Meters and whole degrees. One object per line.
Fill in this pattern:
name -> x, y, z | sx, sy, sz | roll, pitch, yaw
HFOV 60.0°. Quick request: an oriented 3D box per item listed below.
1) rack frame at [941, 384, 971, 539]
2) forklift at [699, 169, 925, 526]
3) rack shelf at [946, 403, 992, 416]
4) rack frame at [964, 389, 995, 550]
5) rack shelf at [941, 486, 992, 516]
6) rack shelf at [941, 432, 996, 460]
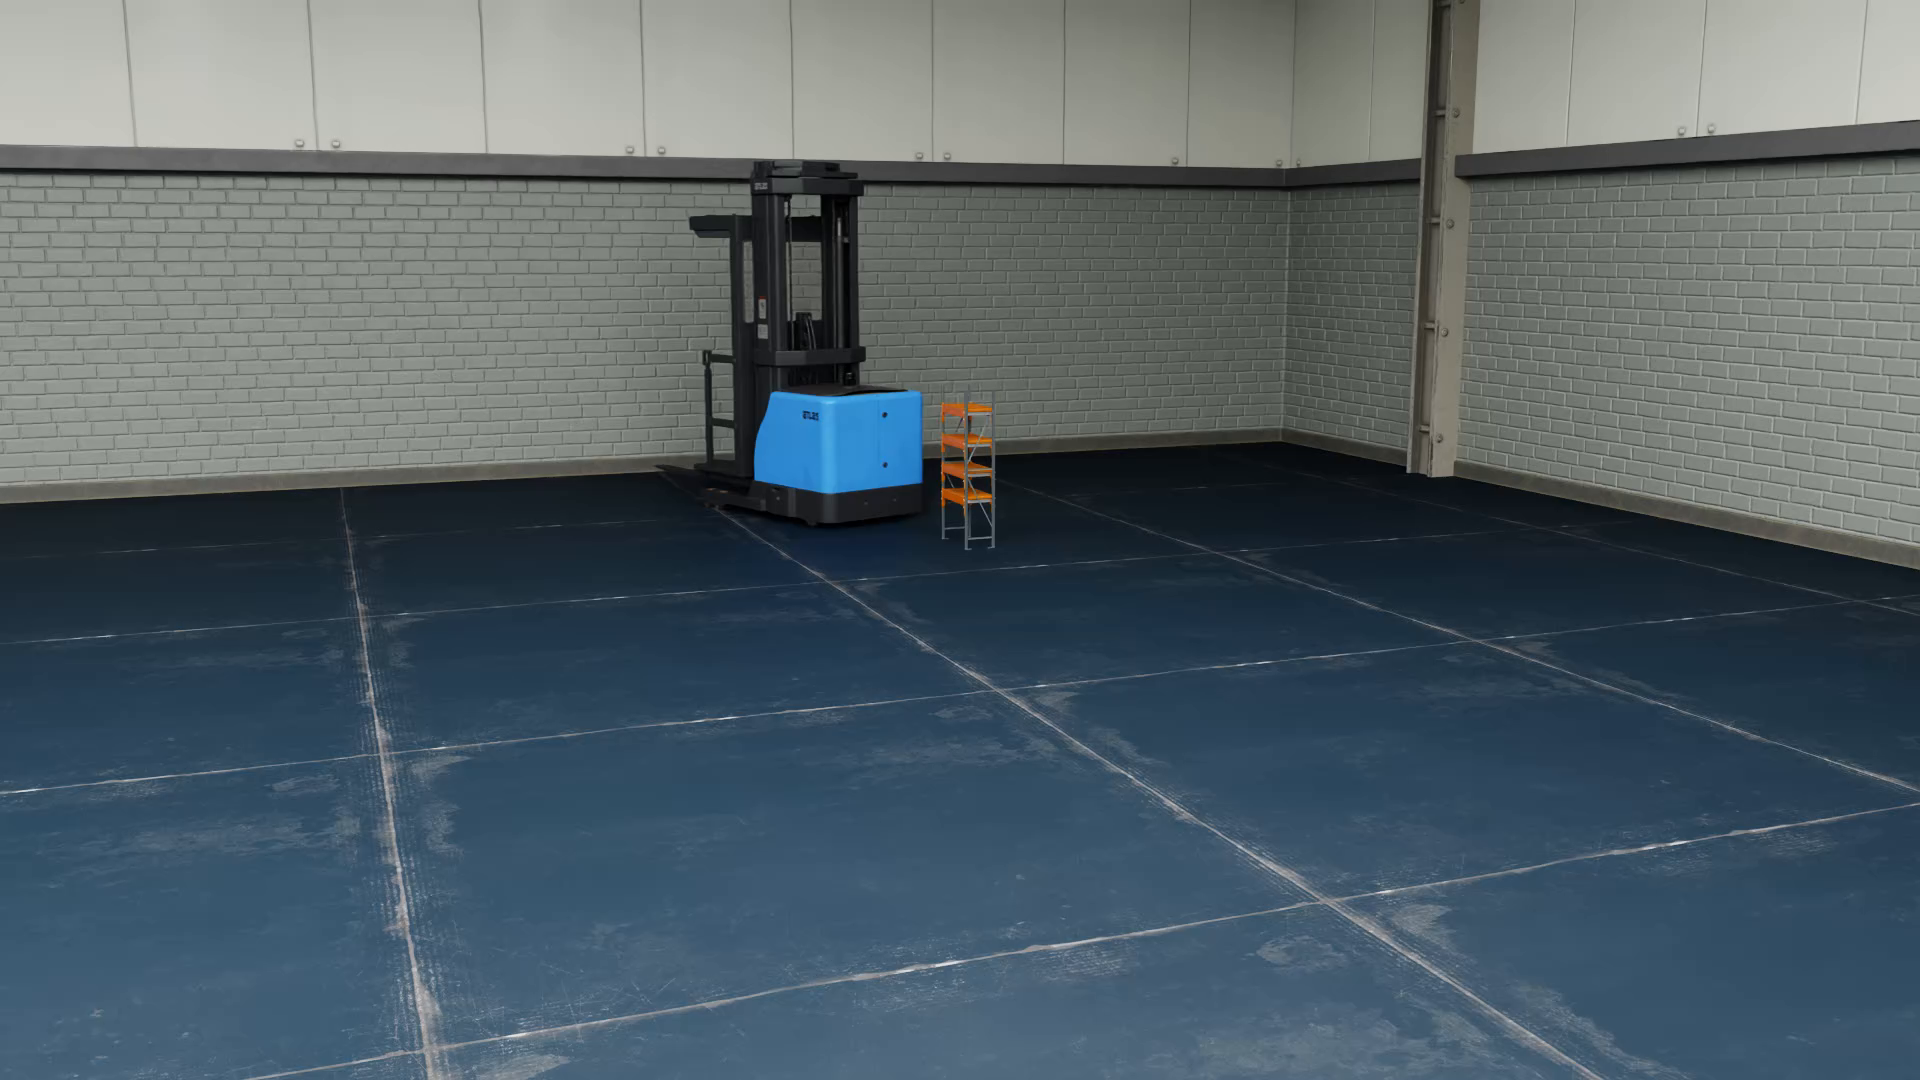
rack frame -> -0.028, -0.604, 12.887 | 0.240, 1.200, 0.015 | -4, 11, -21
forklift -> -1.276, -1.653, 14.024 | 1.129, 2.867, 1.939 | -8, 13, -40
rack shelf -> 0.060, -0.989, 12.588 | 0.221, 0.050, 0.457 | -4, 11, -21
rack frame -> 0.148, -0.524, 12.439 | 0.240, 1.200, 0.015 | -4, 11, -21
rack shelf -> 0.060, -0.302, 12.710 | 0.258, 0.148, 0.480 | -4, 11, -21
rack shelf -> 0.060, -0.718, 12.636 | 0.258, 0.148, 0.480 | -4, 11, -21
